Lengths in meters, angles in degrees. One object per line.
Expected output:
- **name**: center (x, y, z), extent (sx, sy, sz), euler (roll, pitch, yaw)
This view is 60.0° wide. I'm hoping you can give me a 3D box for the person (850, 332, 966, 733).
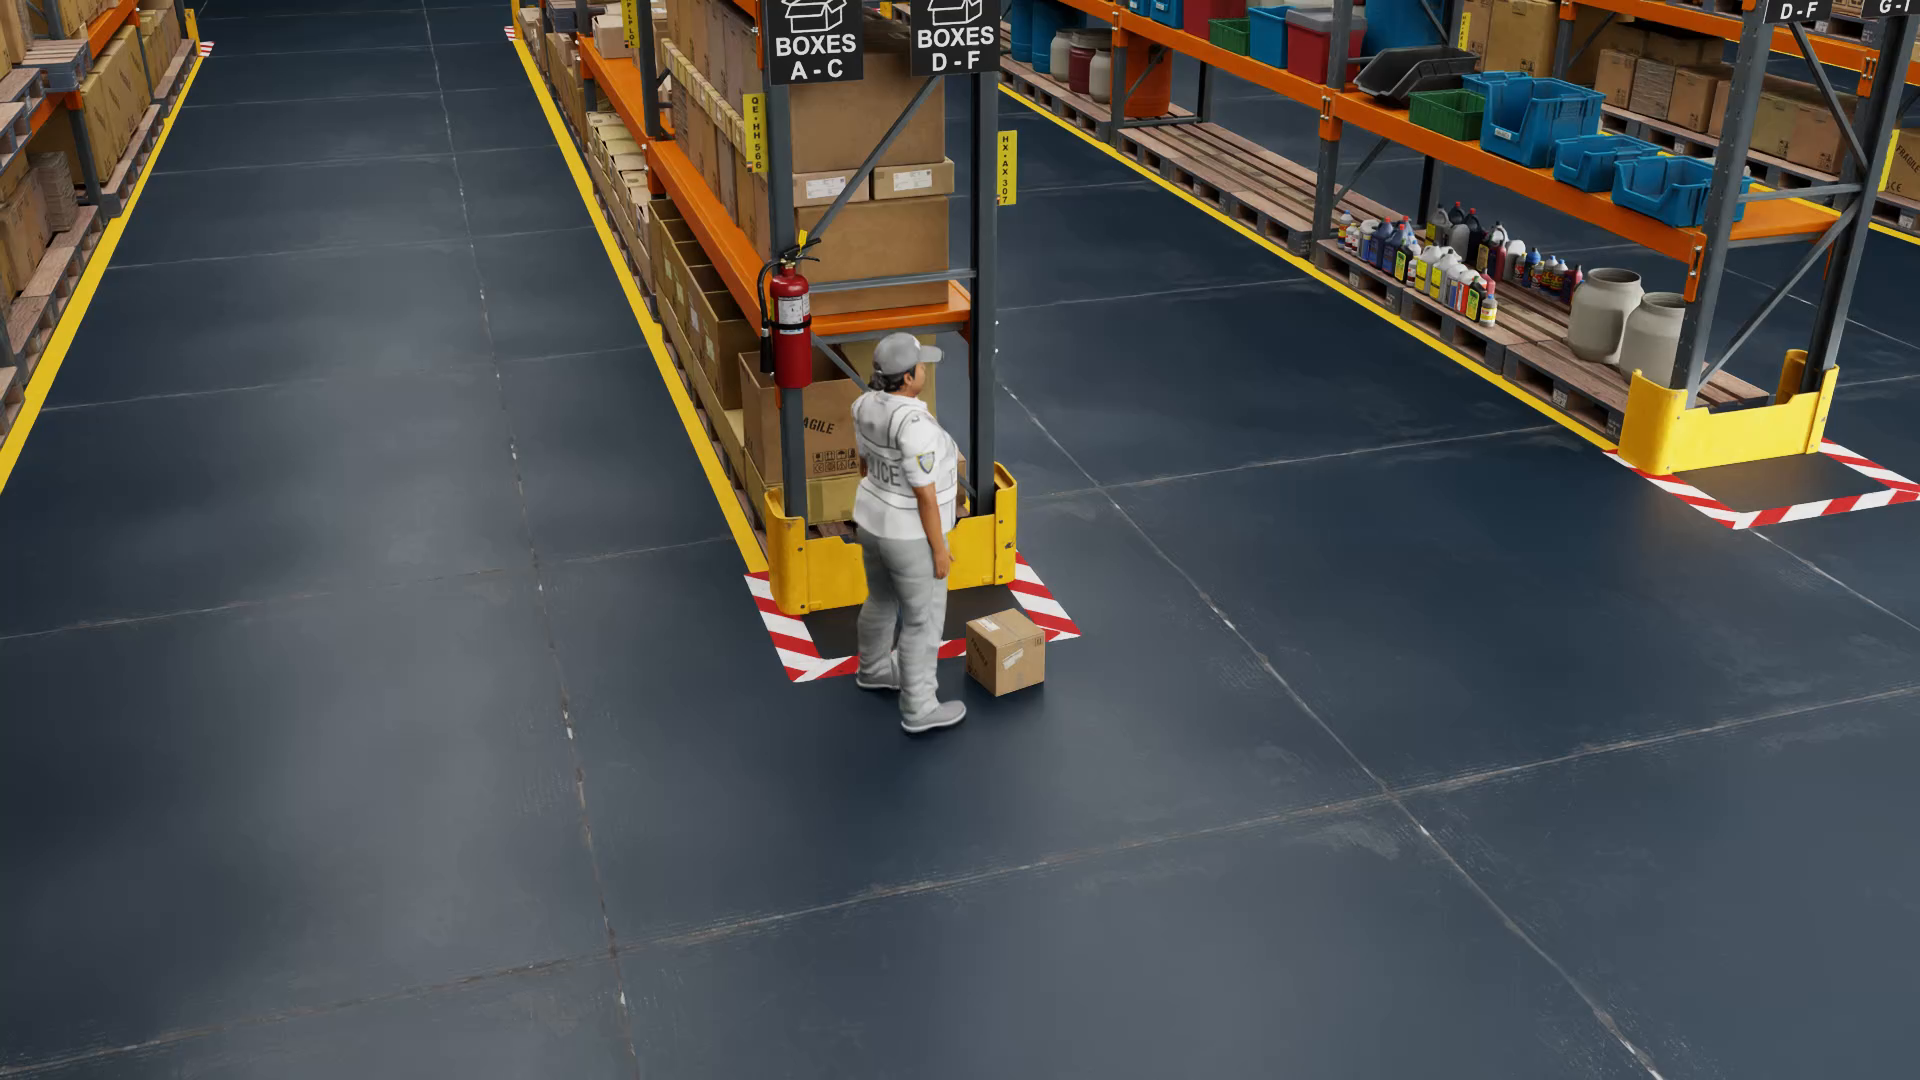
- **person**: center (-0.231, -0.046, 6.692), extent (0.380, 1.663, 0.535), euler (-15, 30, -28)
